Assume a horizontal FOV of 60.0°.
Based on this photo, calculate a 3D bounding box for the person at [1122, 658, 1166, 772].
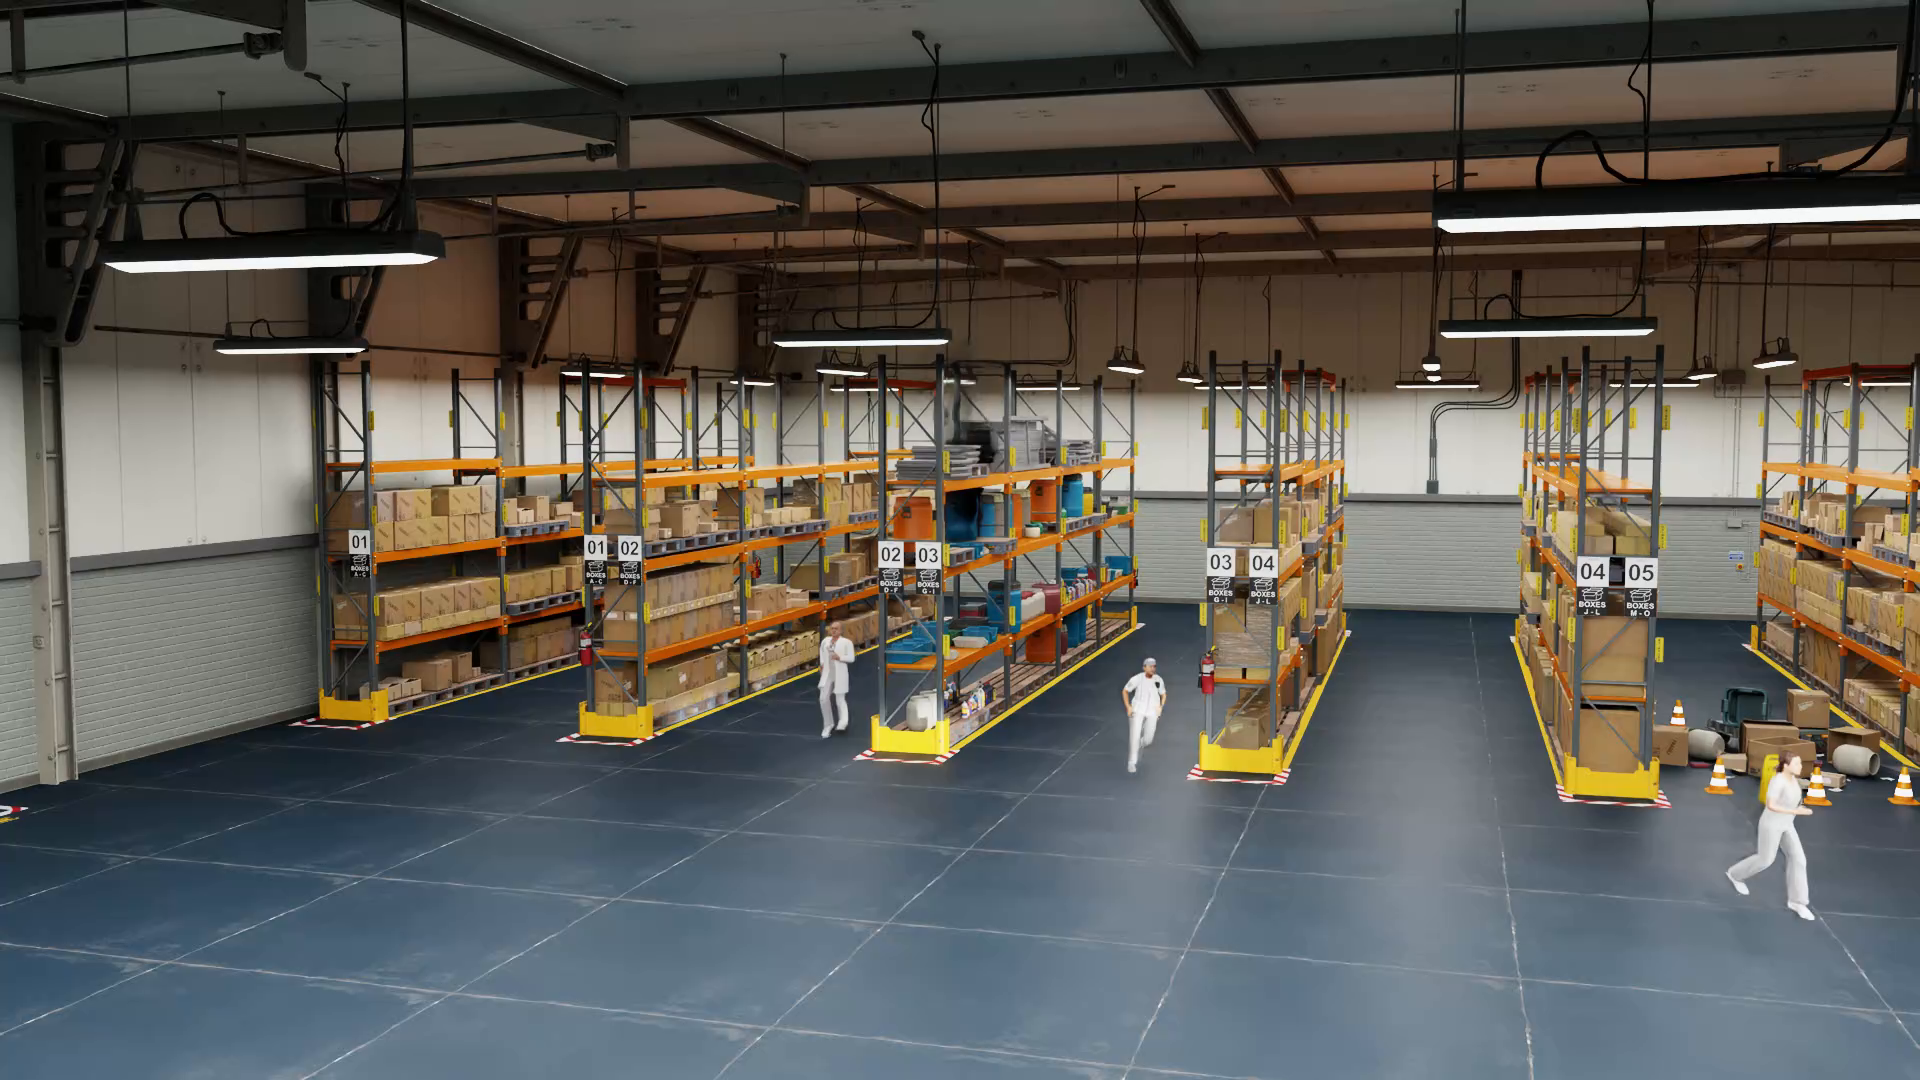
[{"bbox_3d":[2.655,2.501,23.973,0.647,1.621,0.555,0,4,-5],"label":"person"}]

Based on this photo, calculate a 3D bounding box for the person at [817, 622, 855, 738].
[{"bbox_3d":[-1.991,2.220,26.506,0.682,1.834,0.804,1,4,14],"label":"person"}]

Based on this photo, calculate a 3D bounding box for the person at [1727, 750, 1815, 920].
[{"bbox_3d":[8.338,2.971,17.059,0.595,1.694,0.956,-3,5,-34],"label":"person"}]
